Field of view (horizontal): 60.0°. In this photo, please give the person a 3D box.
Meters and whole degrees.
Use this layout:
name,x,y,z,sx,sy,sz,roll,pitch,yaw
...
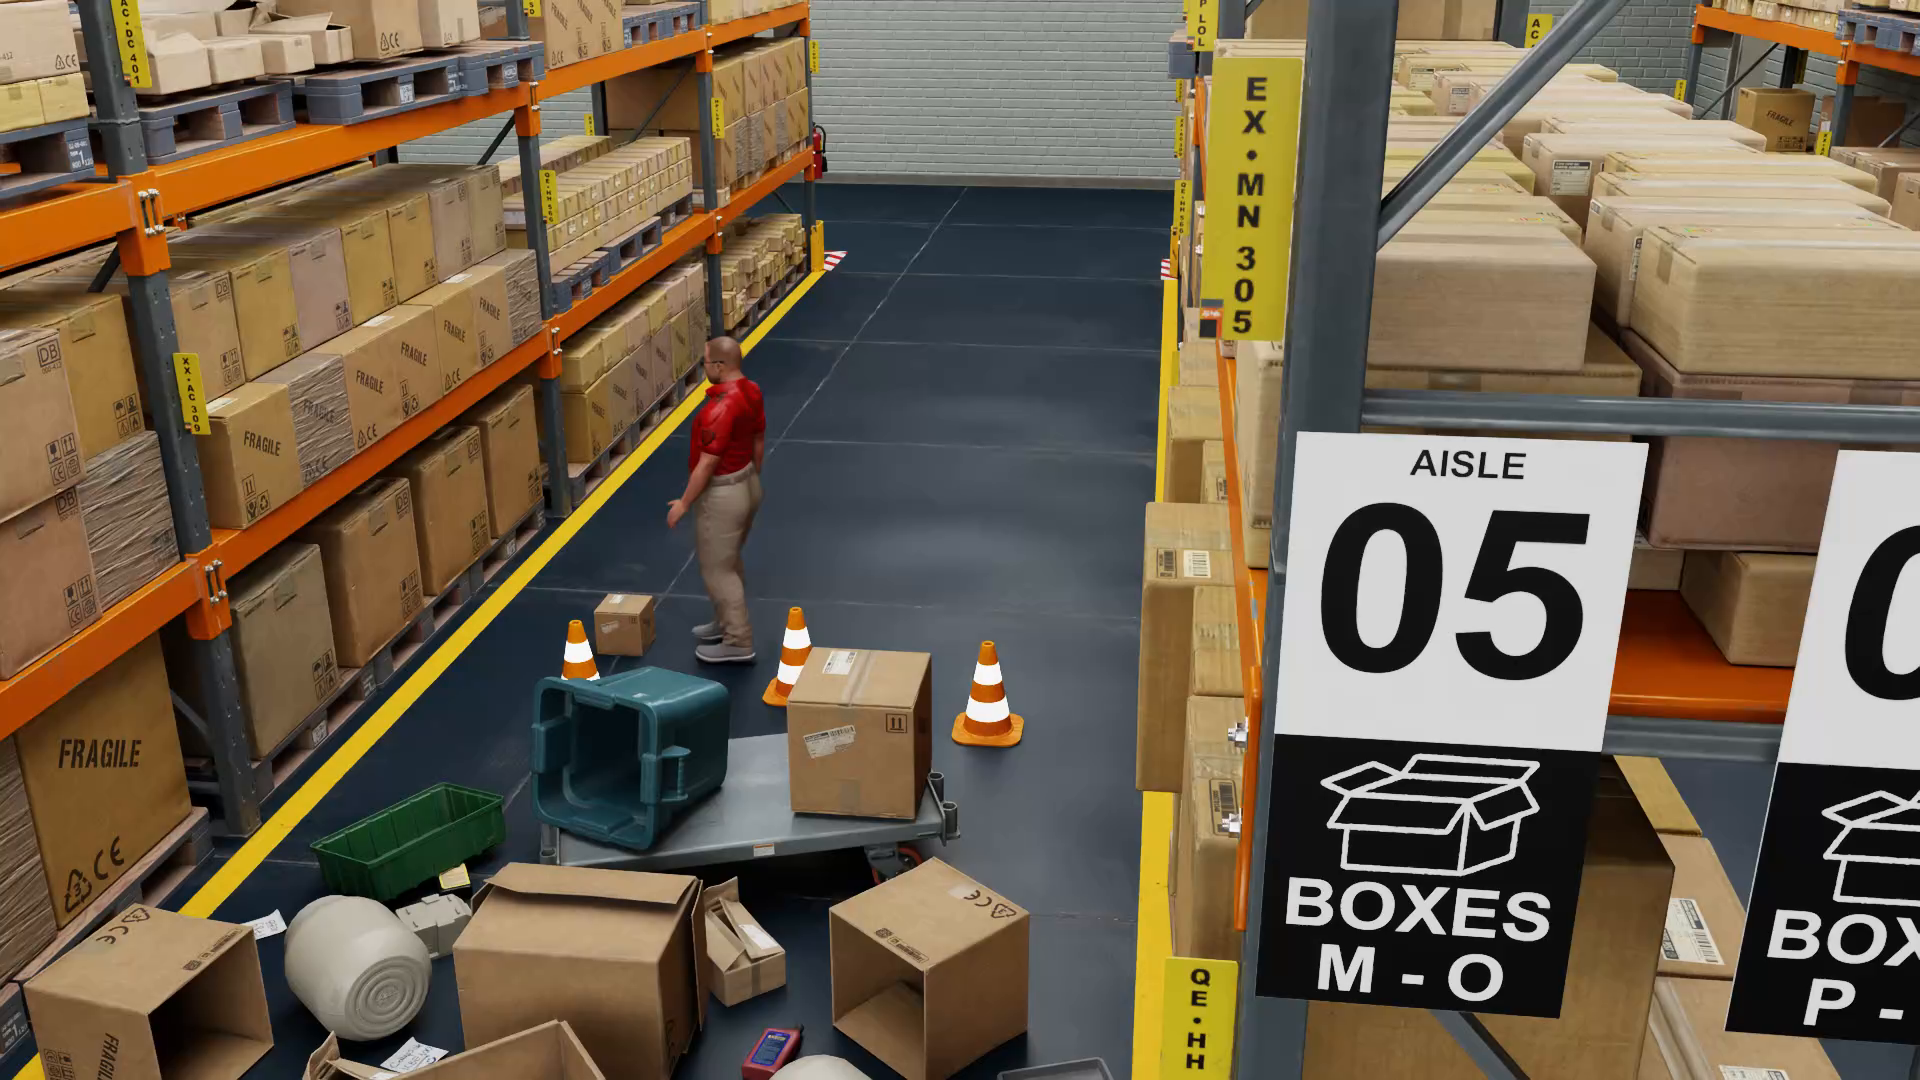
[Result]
name,x,y,z,sx,sy,sz,roll,pitch,yaw
person,-1.291,-0.204,8.639,0.492,1.758,0.579,5,22,14
